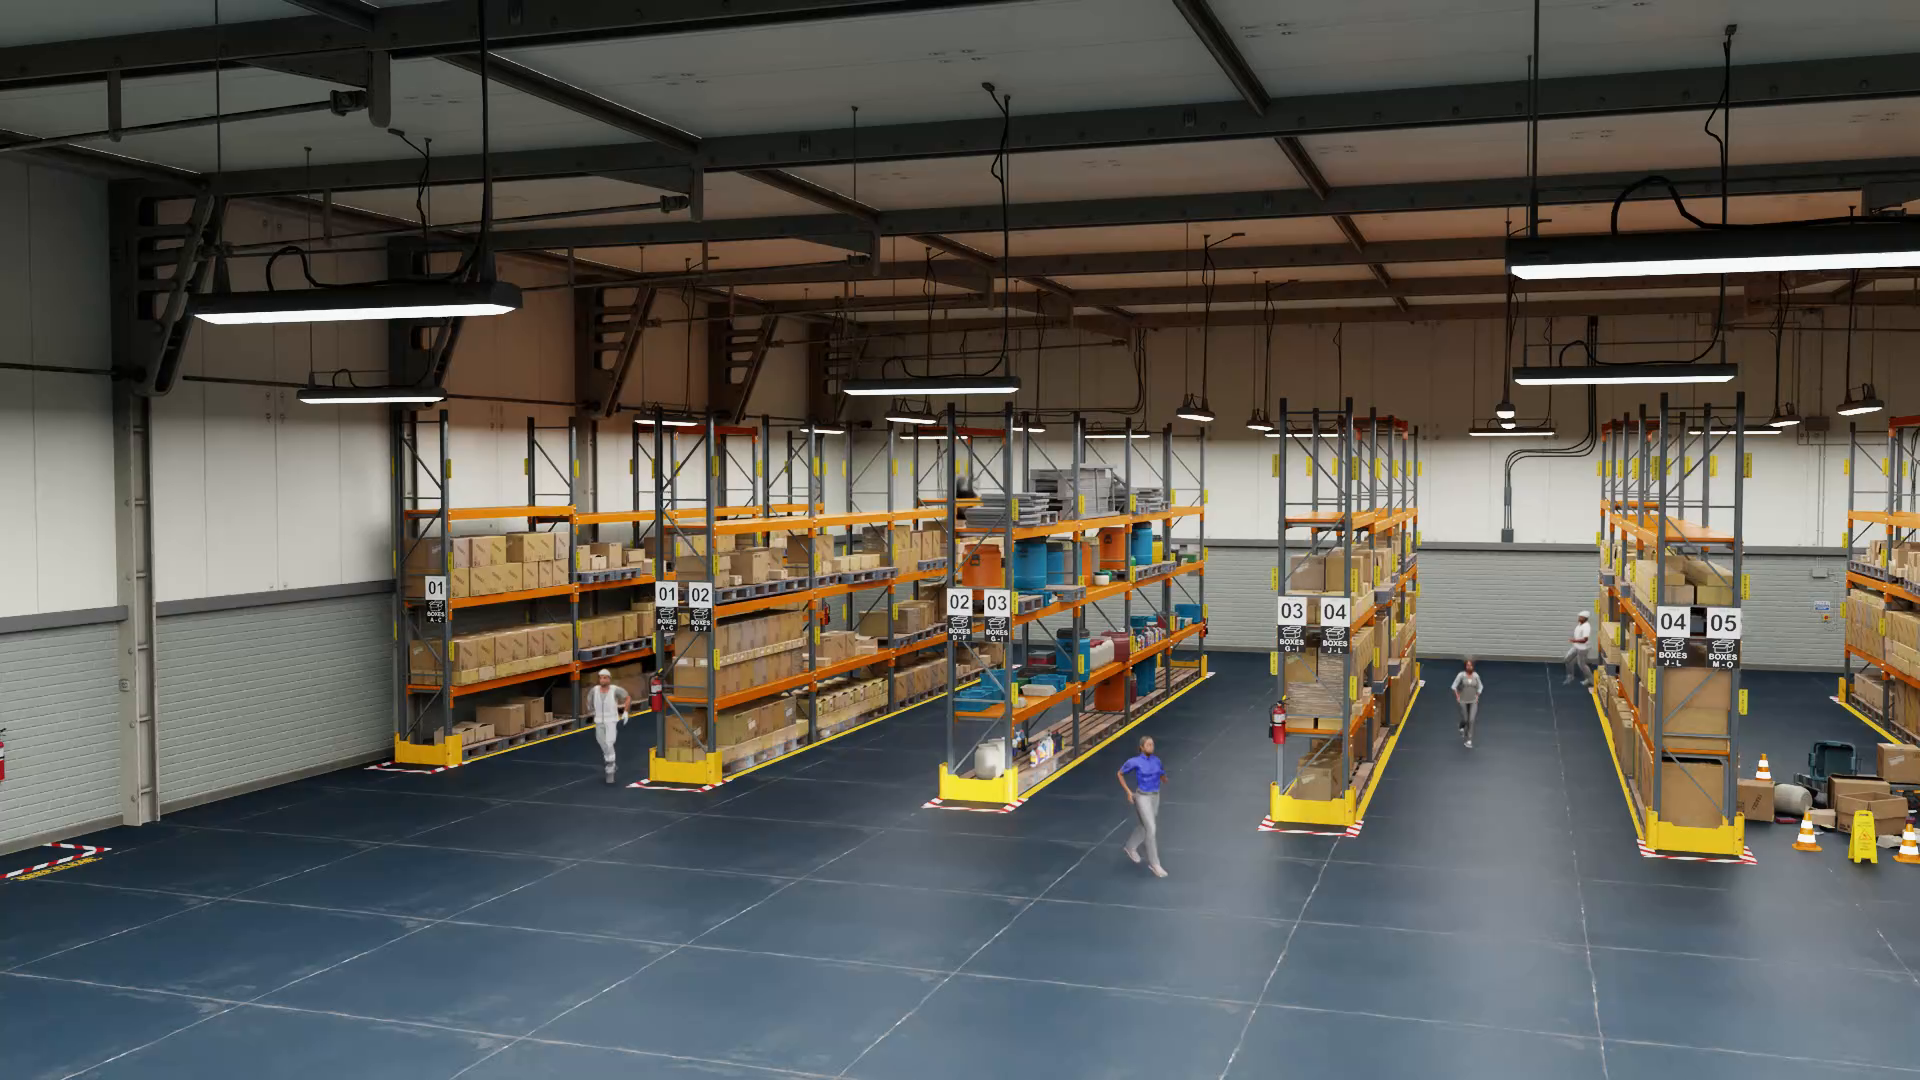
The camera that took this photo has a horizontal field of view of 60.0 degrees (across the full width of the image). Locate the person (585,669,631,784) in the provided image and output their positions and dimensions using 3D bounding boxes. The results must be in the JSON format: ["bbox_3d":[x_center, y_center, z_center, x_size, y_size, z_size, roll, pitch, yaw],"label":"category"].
[{"bbox_3d":[-5.686,2.969,26.749,0.685,1.813,0.808,0,2,10],"label":"person"}]

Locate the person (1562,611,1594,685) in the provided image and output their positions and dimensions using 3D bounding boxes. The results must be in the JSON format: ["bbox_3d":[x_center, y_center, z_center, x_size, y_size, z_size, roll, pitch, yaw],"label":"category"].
[{"bbox_3d":[14.268,2.489,38.182,0.697,1.742,0.699,0,2,-3],"label":"person"}]

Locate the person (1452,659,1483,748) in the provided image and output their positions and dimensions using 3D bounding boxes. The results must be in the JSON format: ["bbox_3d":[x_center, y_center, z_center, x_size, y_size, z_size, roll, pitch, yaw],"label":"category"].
[{"bbox_3d":[9.193,2.942,30.118,0.556,1.571,0.657,0,2,8],"label":"person"}]

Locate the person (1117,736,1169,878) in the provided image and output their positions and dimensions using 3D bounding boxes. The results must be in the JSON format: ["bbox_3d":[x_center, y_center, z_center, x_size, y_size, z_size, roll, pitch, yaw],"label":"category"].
[{"bbox_3d":[2.323,3.274,20.649,0.563,1.688,0.817,-2,3,-39],"label":"person"}]
